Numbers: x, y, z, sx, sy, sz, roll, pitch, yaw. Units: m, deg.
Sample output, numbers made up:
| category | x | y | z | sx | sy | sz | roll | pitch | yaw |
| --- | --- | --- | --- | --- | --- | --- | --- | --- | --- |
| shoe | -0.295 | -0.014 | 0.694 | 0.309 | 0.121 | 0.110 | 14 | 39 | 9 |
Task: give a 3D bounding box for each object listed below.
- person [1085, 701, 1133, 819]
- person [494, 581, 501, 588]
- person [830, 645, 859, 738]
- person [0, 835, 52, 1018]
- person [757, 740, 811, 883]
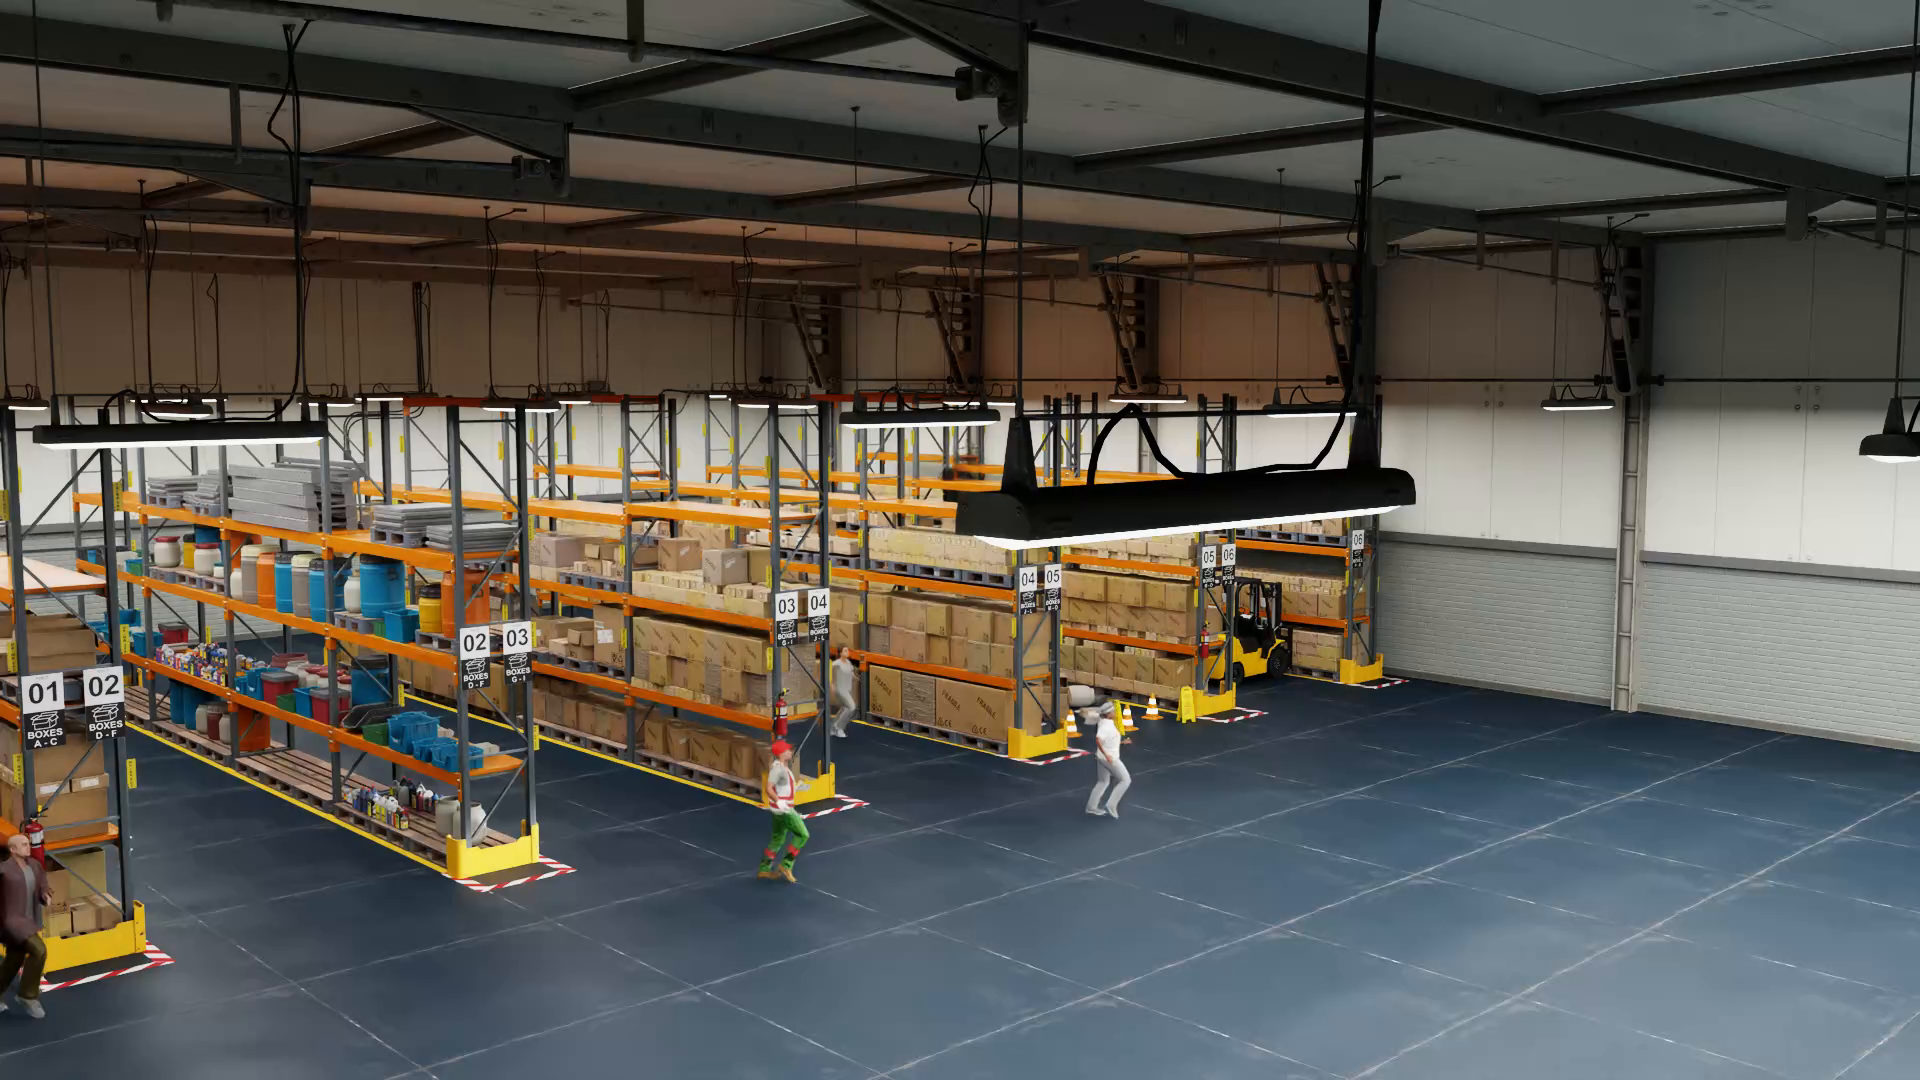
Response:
| category | x | y | z | sx | sy | sz | roll | pitch | yaw |
| --- | --- | --- | --- | --- | --- | --- | --- | --- | --- |
| person | 2.163 | 3.174 | 23.996 | 0.695 | 1.713 | 0.543 | -1 | 6 | -11 |
| person | -10.785 | 1.772 | 38.649 | 0.707 | 1.700 | 0.722 | -1 | 6 | -7 |
| person | -2.038 | 2.662 | 29.310 | 0.613 | 1.639 | 0.552 | 3 | 6 | 30 |
| person | -9.423 | 3.840 | 16.682 | 0.755 | 1.756 | 0.689 | 1 | 6 | 7 |
| person | -2.209 | 3.422 | 20.981 | 0.721 | 1.804 | 0.632 | -2 | 6 | -15 |
